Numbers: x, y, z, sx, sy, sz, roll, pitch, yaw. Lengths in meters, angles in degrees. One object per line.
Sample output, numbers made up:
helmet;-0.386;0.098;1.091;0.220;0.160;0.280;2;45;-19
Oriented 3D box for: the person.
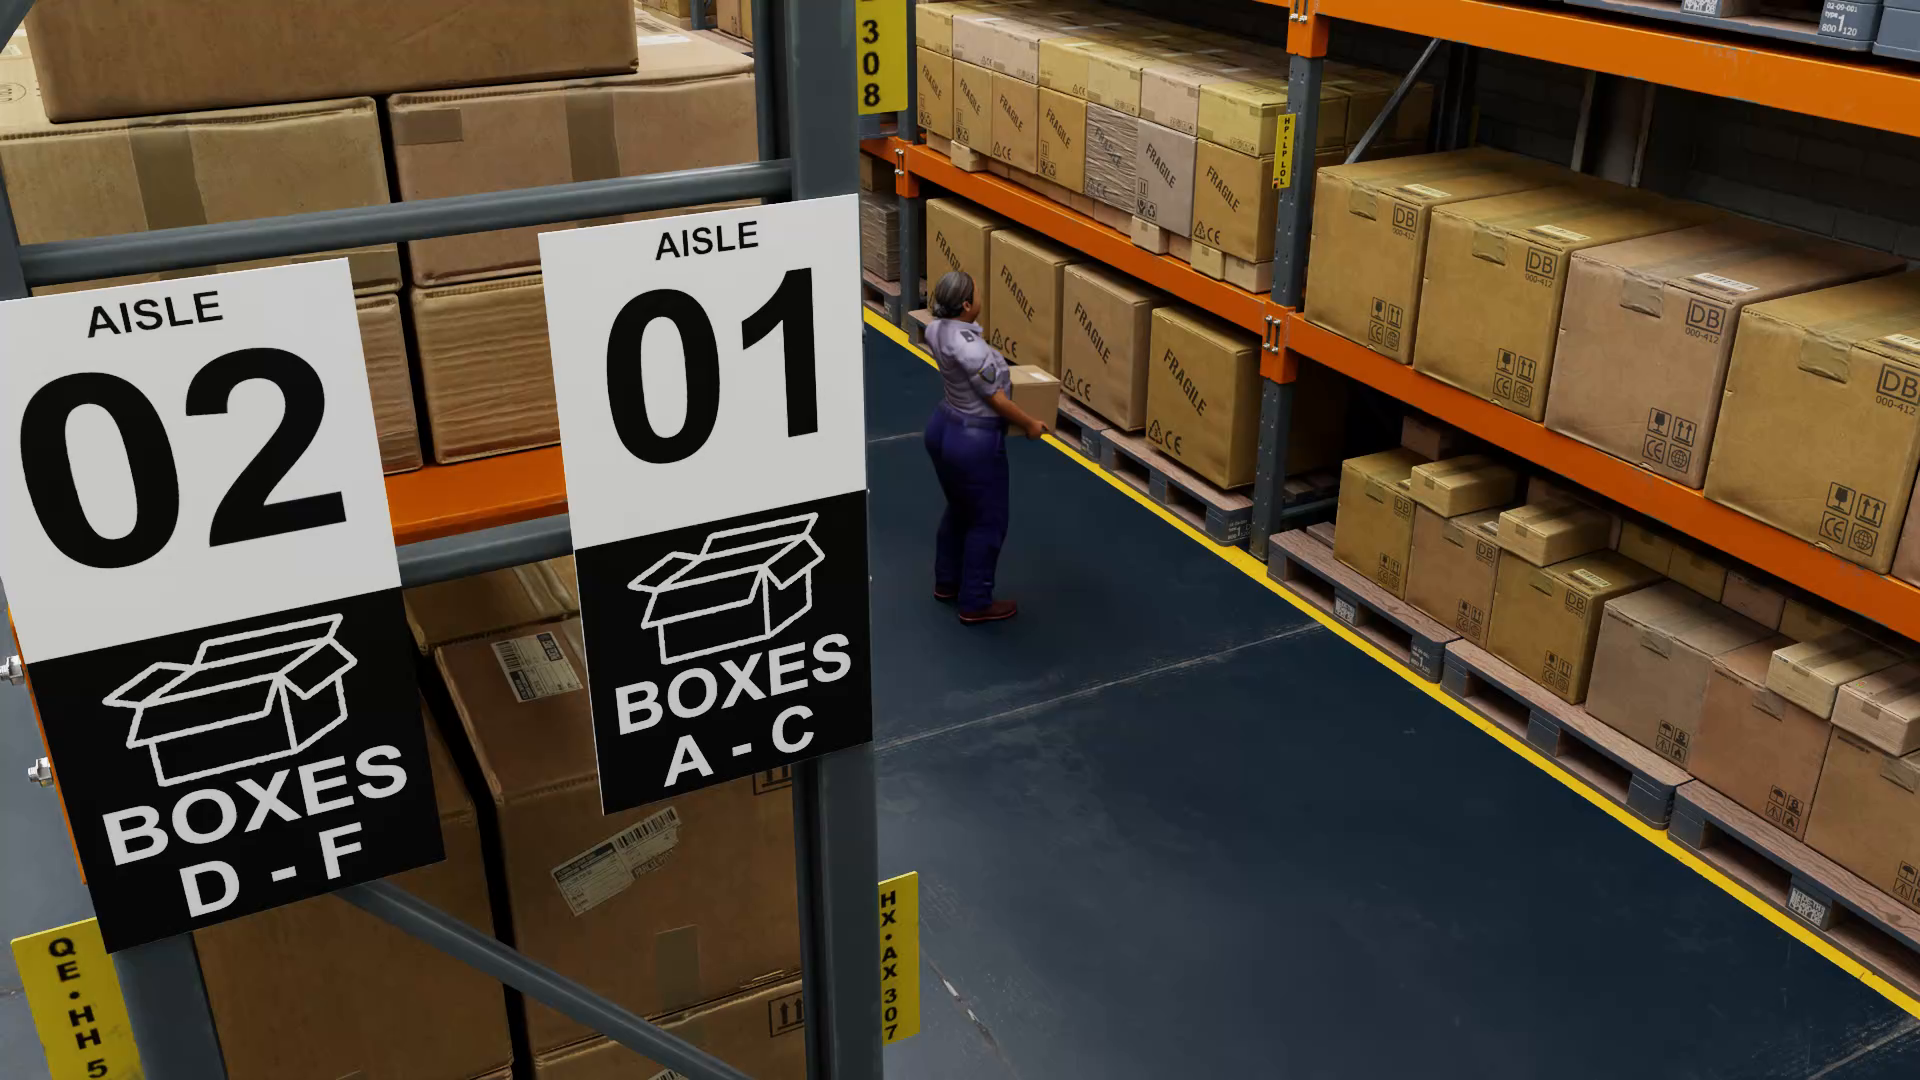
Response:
person;0.113;-0.438;7.568;0.514;1.624;0.453;-12;28;-24
